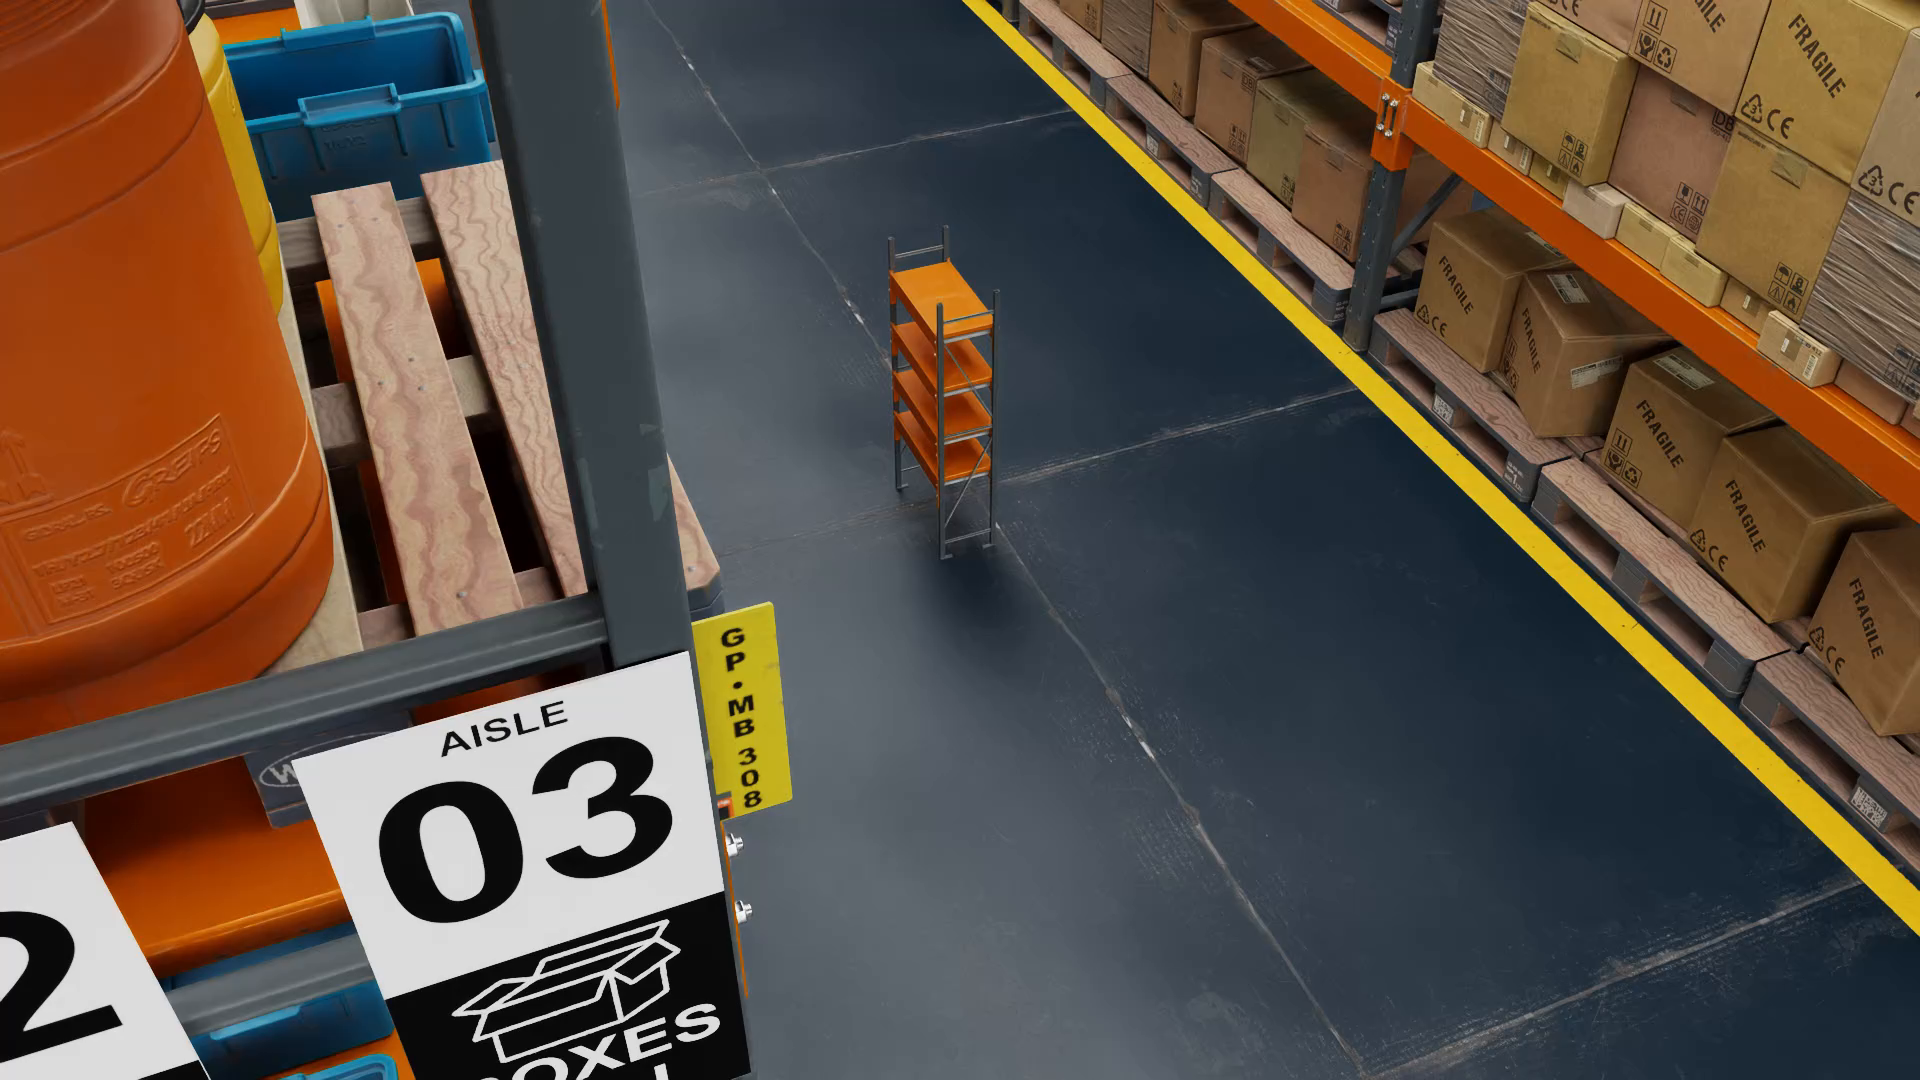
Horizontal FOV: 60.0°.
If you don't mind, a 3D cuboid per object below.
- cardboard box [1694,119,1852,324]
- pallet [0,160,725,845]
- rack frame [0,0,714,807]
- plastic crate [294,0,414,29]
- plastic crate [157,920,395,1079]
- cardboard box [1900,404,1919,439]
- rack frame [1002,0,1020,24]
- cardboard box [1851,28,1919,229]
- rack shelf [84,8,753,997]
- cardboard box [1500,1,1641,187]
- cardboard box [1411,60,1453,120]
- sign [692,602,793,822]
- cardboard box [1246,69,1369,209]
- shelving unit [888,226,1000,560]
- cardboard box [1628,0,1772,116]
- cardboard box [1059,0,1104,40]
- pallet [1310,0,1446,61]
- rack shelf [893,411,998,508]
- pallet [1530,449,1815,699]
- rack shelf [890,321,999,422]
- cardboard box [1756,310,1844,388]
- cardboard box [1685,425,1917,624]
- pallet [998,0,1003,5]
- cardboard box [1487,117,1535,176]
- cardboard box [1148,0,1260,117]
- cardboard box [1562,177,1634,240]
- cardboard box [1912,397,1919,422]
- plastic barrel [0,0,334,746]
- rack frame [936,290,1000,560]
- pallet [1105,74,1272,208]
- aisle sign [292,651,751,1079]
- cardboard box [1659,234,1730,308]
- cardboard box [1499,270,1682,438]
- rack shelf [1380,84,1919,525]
[{"bbox_3d":[2.996,-1.133,5.462,0.875,0.500,0.500,-15,43,-17],"label":"cardboard box"},{"bbox_3d":[-0.987,-0.110,2.421,1.003,0.211,1.213,-15,43,-17],"label":"pallet"},{"bbox_3d":[-0.761,-0.796,0.774,1.000,3.000,0.127,-15,43,-17],"label":"rack frame"},{"bbox_3d":[-1.303,-1.102,3.633,0.243,0.136,0.396,-15,43,-17],"label":"plastic crate"},{"bbox_3d":[-1.472,0.916,3.498,0.499,0.251,0.408,-15,43,-17],"label":"plastic crate"},{"bbox_3d":[3.139,-0.386,5.090,0.380,0.149,0.250,-15,43,-17],"label":"cardboard box"},{"bbox_3d":[0.755,-4.576,9.771,1.000,3.000,0.127,-15,43,-17],"label":"rack frame"},{"bbox_3d":[2.991,-1.158,4.724,0.500,0.500,0.500,-15,43,-17],"label":"cardboard box"},{"bbox_3d":[-1.526,-0.590,3.387,1.077,0.370,4.000,-15,43,-17],"label":"rack shelf"},{"bbox_3d":[2.559,-1.720,6.145,0.875,0.500,0.500,-15,43,-17],"label":"cardboard box"},{"bbox_3d":[2.089,-1.866,6.813,0.380,0.149,0.250,-15,43,-17],"label":"cardboard box"},{"bbox_3d":[-0.251,0.204,1.905,0.100,0.325,0.005,-15,43,-17],"label":"sign"},{"bbox_3d":[1.905,-2.053,8.416,0.700,0.500,0.500,-15,43,-17],"label":"cardboard box"},{"bbox_3d":[-0.063,-0.555,6.475,0.258,1.200,0.503,-15,43,-17],"label":"shelving unit"},{"bbox_3d":[2.606,-1.759,5.424,0.500,0.500,0.500,-15,43,-17],"label":"cardboard box"},{"bbox_3d":[1.029,-3.396,9.979,0.700,0.500,0.500,-17,44,-19],"label":"cardboard box"},{"bbox_3d":[2.127,-2.590,7.609,1.003,0.211,1.213,-15,43,-17],"label":"pallet"},{"bbox_3d":[-0.063,-0.353,6.648,0.258,0.148,0.480,-15,43,-17],"label":"rack shelf"},{"bbox_3d":[3.045,0.023,6.562,1.003,0.211,1.213,-15,43,-17],"label":"pallet"},{"bbox_3d":[-0.063,-0.673,6.373,0.258,0.148,0.480,-15,43,-17],"label":"rack shelf"},{"bbox_3d":[2.845,-0.659,5.408,0.380,0.149,0.250,-15,43,-17],"label":"cardboard box"},{"bbox_3d":[3.110,-0.082,6.140,0.500,0.500,0.500,-11,42,-13],"label":"cardboard box"},{"bbox_3d":[0.523,-4.012,11.254,1.003,0.211,1.213,-15,43,-17],"label":"pallet"},{"bbox_3d":[2.294,-1.569,6.467,0.380,0.149,0.250,-15,43,-17],"label":"cardboard box"},{"bbox_3d":[1.477,-2.726,9.199,0.700,0.500,0.500,-12,42,-13],"label":"cardboard box"},{"bbox_3d":[2.456,-1.260,6.107,0.380,0.149,0.250,-15,43,-17],"label":"cardboard box"},{"bbox_3d":[3.328,-0.517,4.746,0.875,0.500,0.500,-15,43,-17],"label":"cardboard box"},{"bbox_3d":[-1.064,-0.241,1.778,0.600,0.830,0.708,-15,43,-17],"label":"plastic barrel"},{"bbox_3d":[0.030,-0.408,6.304,0.240,1.200,0.015,-15,43,-17],"label":"rack frame"},{"bbox_3d":[1.515,-2.314,9.279,1.003,0.211,1.213,-15,43,-17],"label":"pallet"},{"bbox_3d":[-0.462,0.464,1.917,0.394,0.787,0.004,-15,43,-17],"label":"aisle sign"},{"bbox_3d":[2.676,-0.966,5.766,0.380,0.149,0.250,-15,43,-17],"label":"cardboard box"},{"bbox_3d":[2.627,-0.784,6.956,0.500,0.500,0.500,-3,41,-3],"label":"cardboard box"},{"bbox_3d":[3.050,-0.689,5.802,1.077,0.370,4.000,-15,43,-17],"label":"rack shelf"}]
